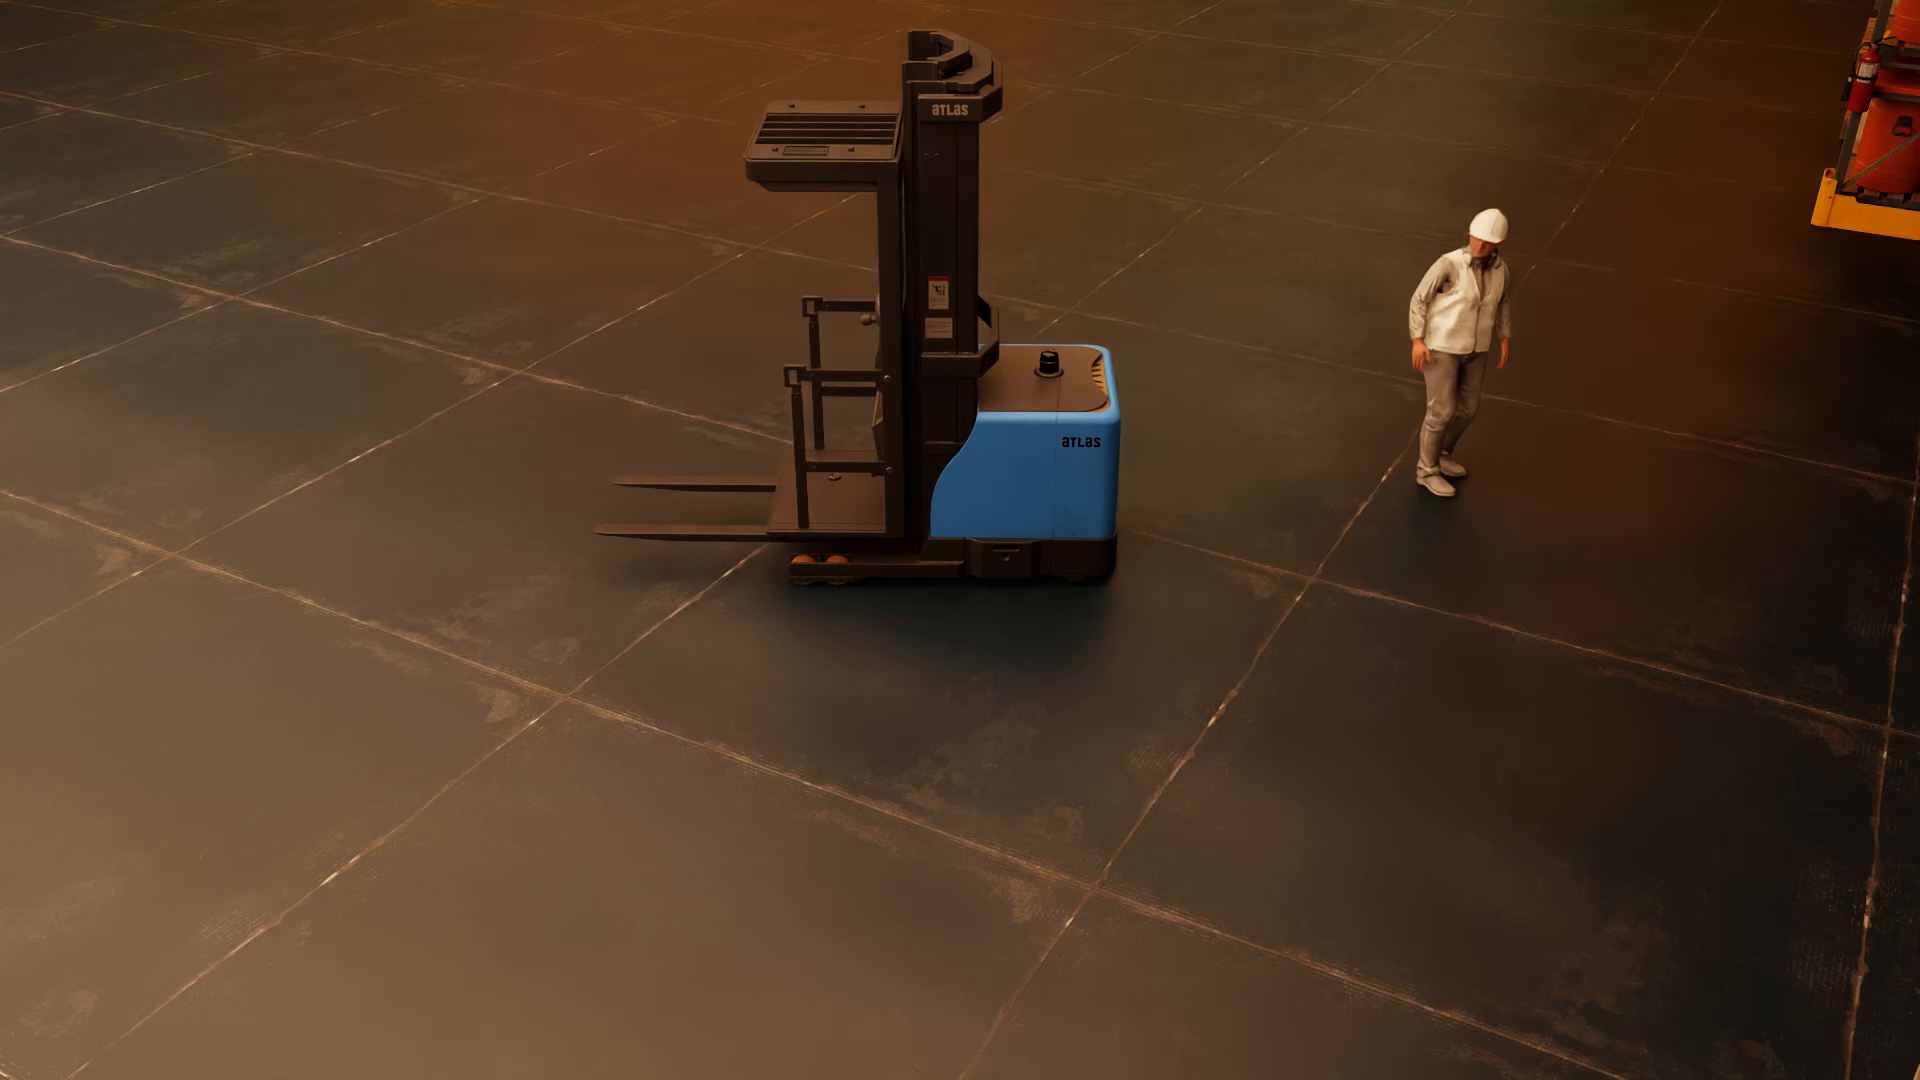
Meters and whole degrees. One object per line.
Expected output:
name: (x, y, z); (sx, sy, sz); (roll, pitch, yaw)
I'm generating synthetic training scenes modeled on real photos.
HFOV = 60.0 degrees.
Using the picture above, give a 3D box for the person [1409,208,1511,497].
person: (3.126, -1.169, 10.264); (0.723, 1.764, 0.525); (-13, 32, -21)

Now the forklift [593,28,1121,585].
forklift: (-0.610, -1.275, 9.279); (3.031, 2.935, 1.130); (0, 30, 1)
